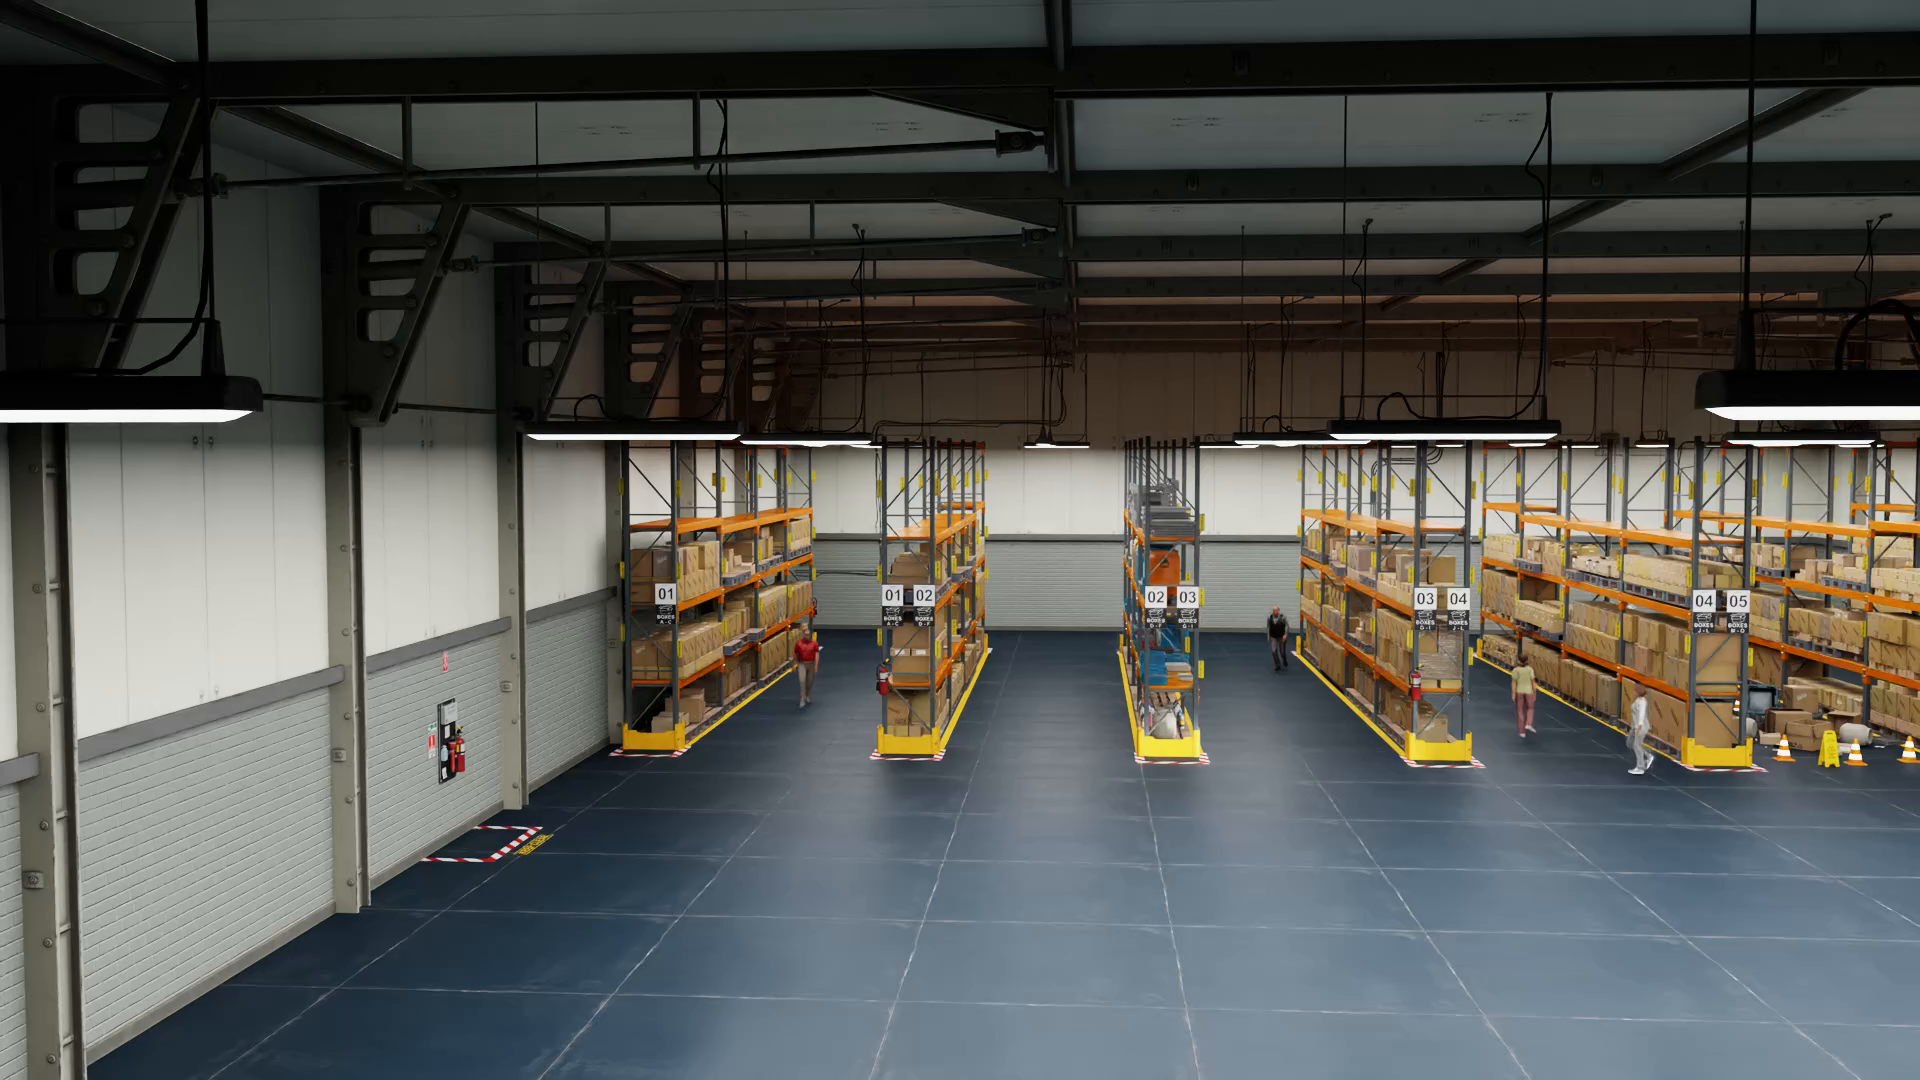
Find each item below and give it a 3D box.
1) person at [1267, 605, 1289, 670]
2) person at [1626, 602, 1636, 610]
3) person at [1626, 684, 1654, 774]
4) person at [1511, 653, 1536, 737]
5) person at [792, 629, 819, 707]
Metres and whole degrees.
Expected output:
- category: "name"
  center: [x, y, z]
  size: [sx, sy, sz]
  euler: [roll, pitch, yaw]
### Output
- category: "person"
  center: [8.367, 2.548, 43.659]
  size: [0.598, 1.695, 0.656]
  euler: [1, 3, 23]
- category: "person"
  center: [18.559, 2.357, 46.414]
  size: [0.629, 1.713, 1.019]
  euler: [2, 4, 37]
- category: "person"
  center: [12.058, 3.333, 29.381]
  size: [0.478, 1.588, 0.418]
  euler: [0, 3, 2]
- category: "person"
  center: [11.293, 3.103, 33.304]
  size: [0.486, 1.659, 0.470]
  euler: [1, 3, 16]
- category: "person"
  center: [-3.455, 2.853, 37.500]
  size: [0.567, 1.690, 0.934]
  euler: [-1, 3, -21]
